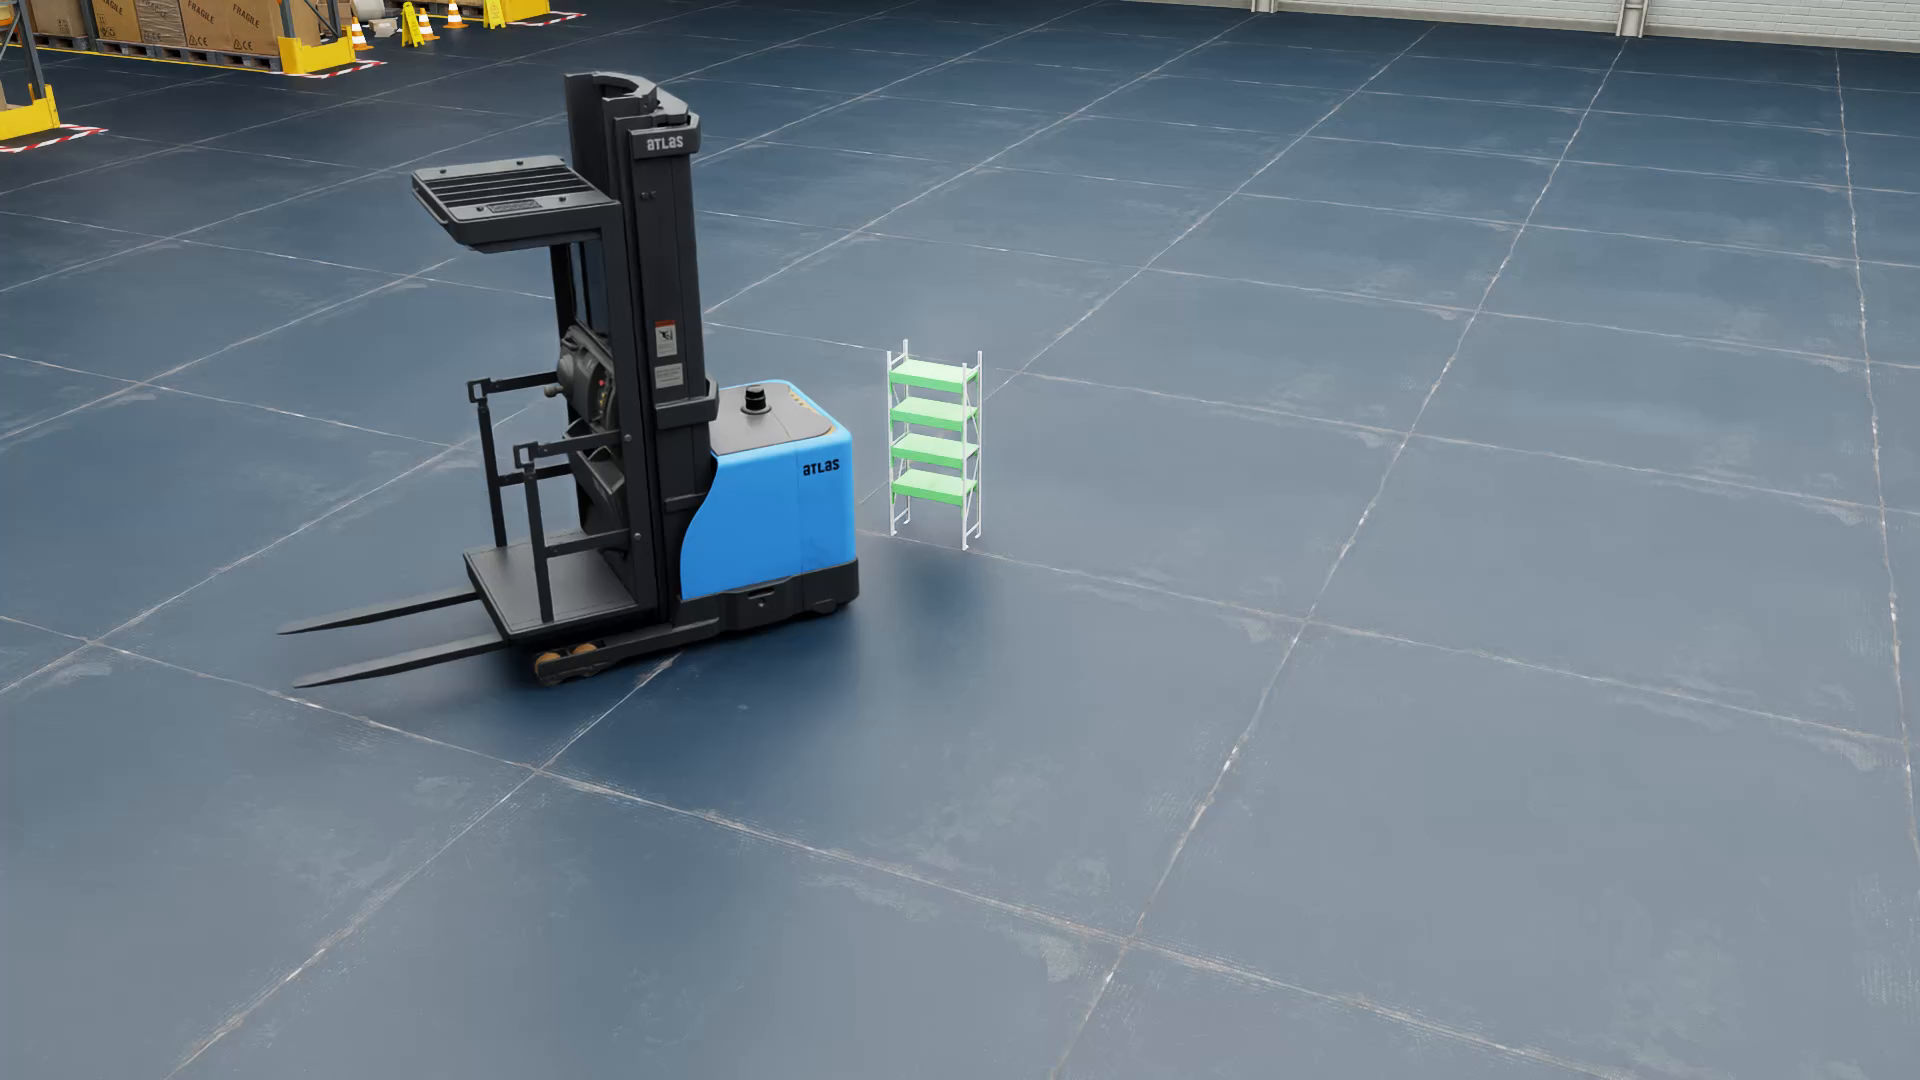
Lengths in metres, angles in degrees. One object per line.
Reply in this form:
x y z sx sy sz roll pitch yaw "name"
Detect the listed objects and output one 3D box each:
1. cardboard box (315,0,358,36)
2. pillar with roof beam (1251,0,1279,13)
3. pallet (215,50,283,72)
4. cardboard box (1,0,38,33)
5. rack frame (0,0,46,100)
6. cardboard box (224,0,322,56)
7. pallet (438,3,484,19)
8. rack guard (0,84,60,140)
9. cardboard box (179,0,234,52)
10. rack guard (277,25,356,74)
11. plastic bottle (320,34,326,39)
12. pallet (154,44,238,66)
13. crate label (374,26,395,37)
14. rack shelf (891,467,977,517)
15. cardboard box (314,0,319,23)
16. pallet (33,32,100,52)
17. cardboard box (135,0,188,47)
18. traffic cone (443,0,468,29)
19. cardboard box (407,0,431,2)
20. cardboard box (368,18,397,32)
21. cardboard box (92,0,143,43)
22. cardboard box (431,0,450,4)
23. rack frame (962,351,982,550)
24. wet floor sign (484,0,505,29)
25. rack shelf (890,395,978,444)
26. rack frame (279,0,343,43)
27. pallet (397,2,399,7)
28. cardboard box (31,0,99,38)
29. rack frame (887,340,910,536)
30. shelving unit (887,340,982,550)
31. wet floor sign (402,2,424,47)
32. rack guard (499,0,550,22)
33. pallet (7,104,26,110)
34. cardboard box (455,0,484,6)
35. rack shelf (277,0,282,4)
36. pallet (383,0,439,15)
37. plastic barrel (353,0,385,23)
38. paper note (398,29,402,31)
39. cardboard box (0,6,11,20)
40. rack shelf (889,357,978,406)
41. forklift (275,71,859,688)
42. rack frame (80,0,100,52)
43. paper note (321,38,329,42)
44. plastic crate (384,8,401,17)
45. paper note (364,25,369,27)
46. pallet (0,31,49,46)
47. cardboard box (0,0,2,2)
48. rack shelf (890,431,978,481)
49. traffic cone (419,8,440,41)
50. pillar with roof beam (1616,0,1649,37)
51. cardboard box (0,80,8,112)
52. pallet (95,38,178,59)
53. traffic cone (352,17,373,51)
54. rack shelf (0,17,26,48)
-10.055 -8.454 26.851 0.637 0.503 0.797 -7 27 -14 "cardboard box"
3.524 -11.523 23.467 0.400 9.000 9.100 11 28 22 "pillar with roof beam"
-10.125 -7.125 24.484 1.213 0.211 1.003 11 28 22 "pallet"
-14.485 -8.427 26.043 0.750 0.750 1.050 11 28 22 "cardboard box"
-11.510 -6.286 19.621 0.127 3.000 1.000 11 28 22 "rack frame"
-10.010 -7.594 24.209 0.875 0.875 0.875 12 28 22 "cardboard box"
-8.202 -9.196 28.690 1.213 0.211 1.003 11 28 22 "pallet"
-11.579 -5.178 20.202 0.348 0.500 1.175 11 28 22 "rack guard"
-10.811 -7.754 24.534 0.875 0.875 0.875 11 28 21 "cardboard box"
-9.343 -7.136 24.178 0.348 0.500 1.175 11 28 22 "rack guard"
-10.264 -8.027 26.485 0.283 0.061 0.133 2 26 4 "plastic bottle"
-11.232 -7.349 24.938 1.213 0.211 1.003 11 28 22 "pallet"
-9.225 -8.157 26.662 0.298 0.136 0.250 -2 26 -5 "crate label"
-0.151 -0.296 10.181 0.480 0.148 0.258 11 28 22 "rack shelf"
-10.909 -8.682 27.161 0.503 0.637 0.797 11 28 22 "cardboard box"
-13.740 -7.853 25.961 1.213 0.211 1.003 11 28 22 "pallet"
-11.640 -7.922 24.874 0.875 0.875 0.875 12 28 22 "cardboard box"
-8.333 -8.692 27.381 0.334 0.463 0.336 11 28 22 "traffic cone"
-9.202 -9.456 28.698 0.500 0.250 0.500 10 28 20 "cardboard box"
-9.436 -8.419 27.181 0.380 0.149 0.250 -18 31 -31 "cardboard box"
-12.463 -8.085 25.206 0.875 0.875 0.875 12 29 23 "cardboard box"
-8.723 -9.363 28.509 0.500 0.250 0.500 11 28 22 "cardboard box"
0.071 -0.524 9.956 0.015 1.200 0.240 11 28 22 "rack frame"
-7.678 -8.749 27.290 0.232 0.644 0.267 23 35 39 "wet floor sign"
-0.151 -0.727 9.969 0.480 0.148 0.258 11 28 22 "rack shelf"
-9.365 -8.262 23.635 0.127 3.000 1.000 11 28 22 "rack frame"
-10.423 -9.642 29.596 1.213 0.211 1.003 11 28 22 "pallet"
-13.608 -8.250 25.681 0.750 0.750 1.050 11 28 22 "cardboard box"
-0.373 -0.613 10.137 0.015 1.200 0.240 11 28 22 "rack frame"
-0.151 -0.569 10.046 0.503 1.200 0.258 11 28 22 "shelving unit"
-8.519 -7.996 25.761 0.232 0.644 0.267 6 27 13 "wet floor sign"
-7.477 -9.163 28.295 0.348 0.500 1.175 11 28 22 "rack guard"
-12.304 -5.211 20.596 1.213 0.211 1.003 11 28 22 "pallet"
-8.277 -9.269 28.319 0.500 0.250 0.500 11 28 22 "cardboard box"
-11.185 -8.305 24.536 4.000 0.370 1.077 11 28 22 "rack shelf"
-9.308 -9.420 29.144 1.213 0.211 1.003 11 28 22 "pallet"
-9.915 -8.884 27.814 0.512 0.421 0.421 -12 29 -23 "plastic barrel"
-9.092 -8.311 27.096 0.142 0.019 0.148 2 26 4 "paper note"
-11.671 -6.321 19.977 0.250 0.149 0.380 11 28 22 "cardboard box"
-0.151 -0.942 9.863 0.480 0.148 0.258 11 28 22 "rack shelf"
-2.122 -0.822 8.602 3.031 2.935 1.130 -13 29 -24 "forklift"
-13.006 -8.993 25.120 0.127 3.000 1.000 11 28 22 "rack frame"
-10.052 -7.891 26.244 0.142 0.017 0.144 23 35 39 "paper note"
-9.959 -9.075 28.592 0.583 0.080 0.402 2 26 4 "plastic crate"
-9.803 -8.521 27.536 0.142 0.019 0.148 23 35 39 "paper note"
-14.854 -8.075 26.413 1.213 0.211 1.003 11 28 22 "pallet"
-11.999 -6.576 19.760 0.500 0.500 0.875 11 28 22 "cardboard box"
-0.151 -0.511 10.075 0.480 0.148 0.258 11 28 22 "rack shelf"
-8.483 -8.184 26.348 0.334 0.463 0.336 11 28 22 "traffic cone"
8.986 -10.426 21.239 0.400 9.000 9.100 11 28 22 "pillar with roof beam"
-12.071 -5.474 20.326 0.500 0.500 0.500 17 31 31 "cardboard box"
-12.346 -7.572 25.390 1.213 0.211 1.003 11 28 22 "pallet"
-9.260 -7.792 25.552 0.334 0.463 0.336 11 28 22 "traffic cone"
-13.331 -6.329 20.523 4.000 0.370 1.077 11 28 22 "rack shelf"
